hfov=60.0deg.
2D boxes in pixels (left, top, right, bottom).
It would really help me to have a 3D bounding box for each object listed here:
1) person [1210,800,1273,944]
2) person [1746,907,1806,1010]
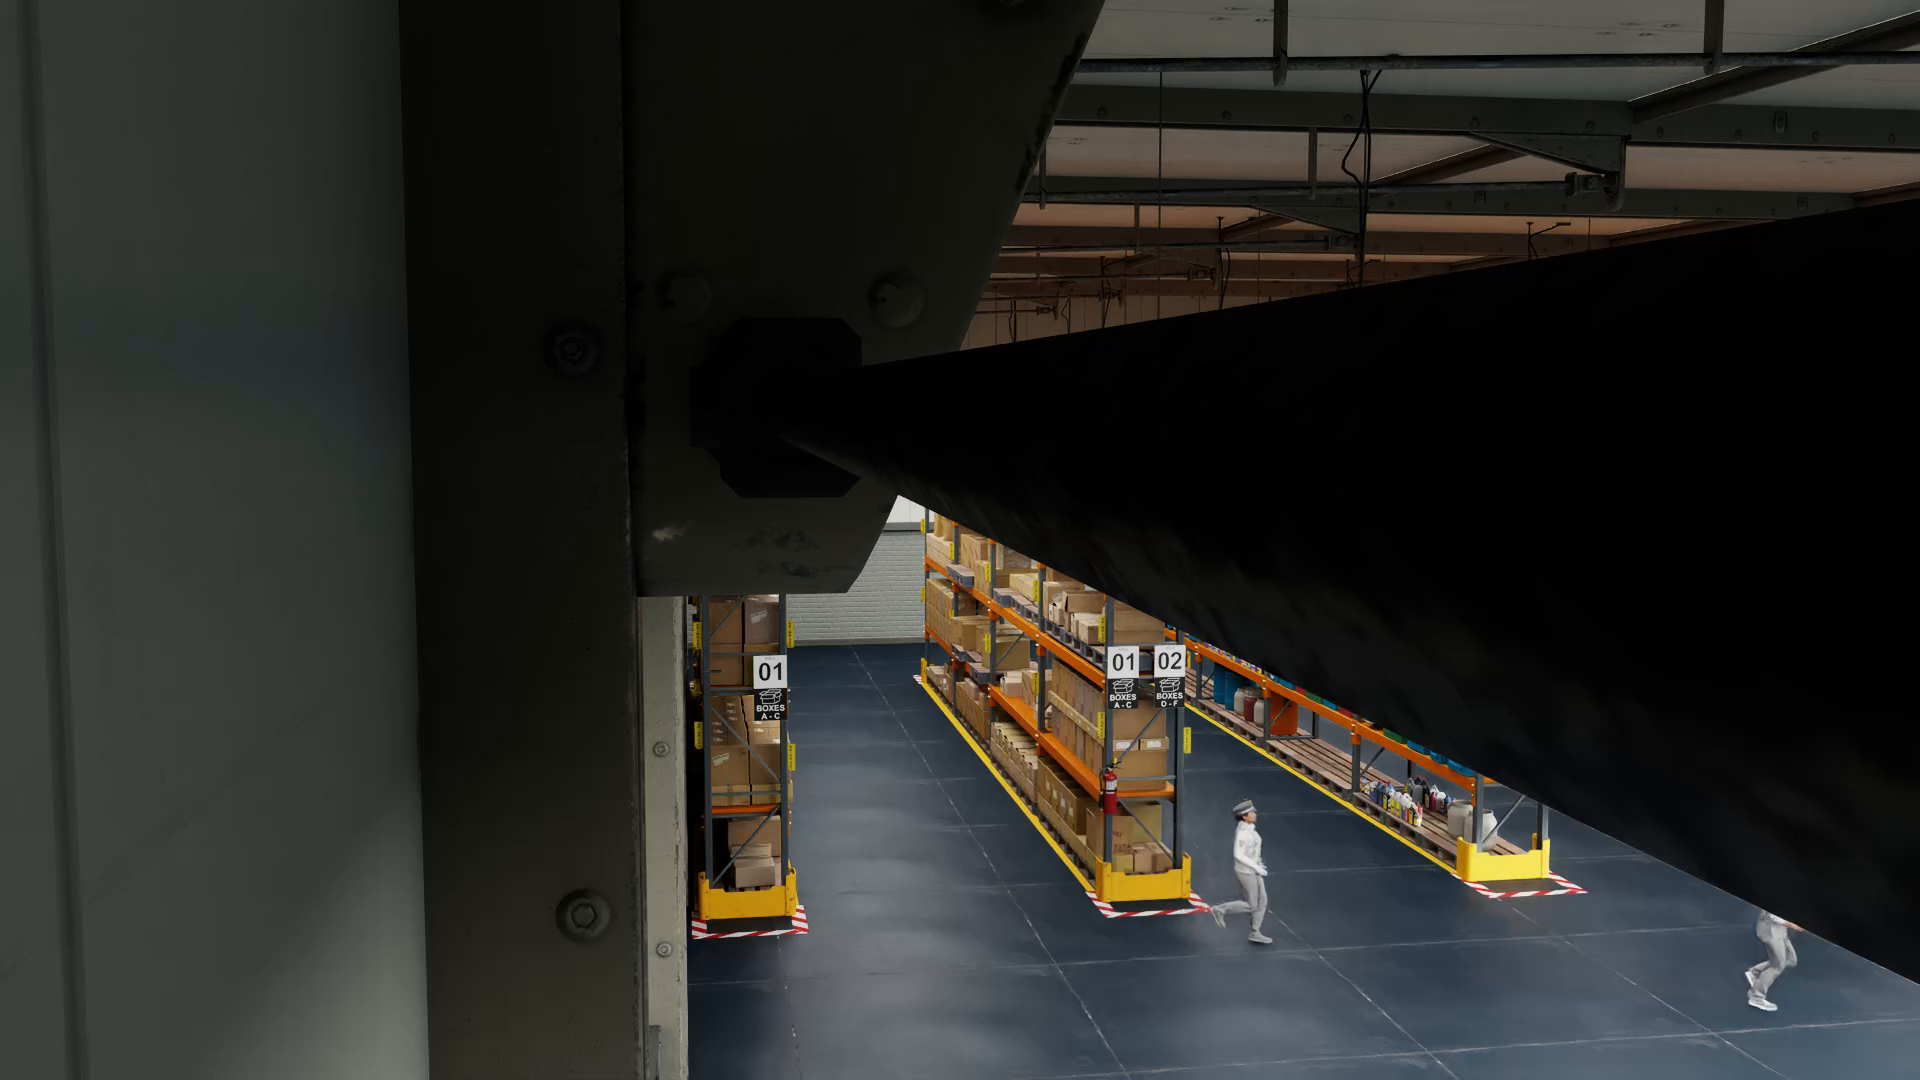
[{"bbox_3d":[3.269,3.823,19.220,0.713,1.655,0.630,1,5,16],"label":"person"},{"bbox_3d":[8.395,4.054,17.100,0.537,1.566,0.539,2,5,20],"label":"person"}]
